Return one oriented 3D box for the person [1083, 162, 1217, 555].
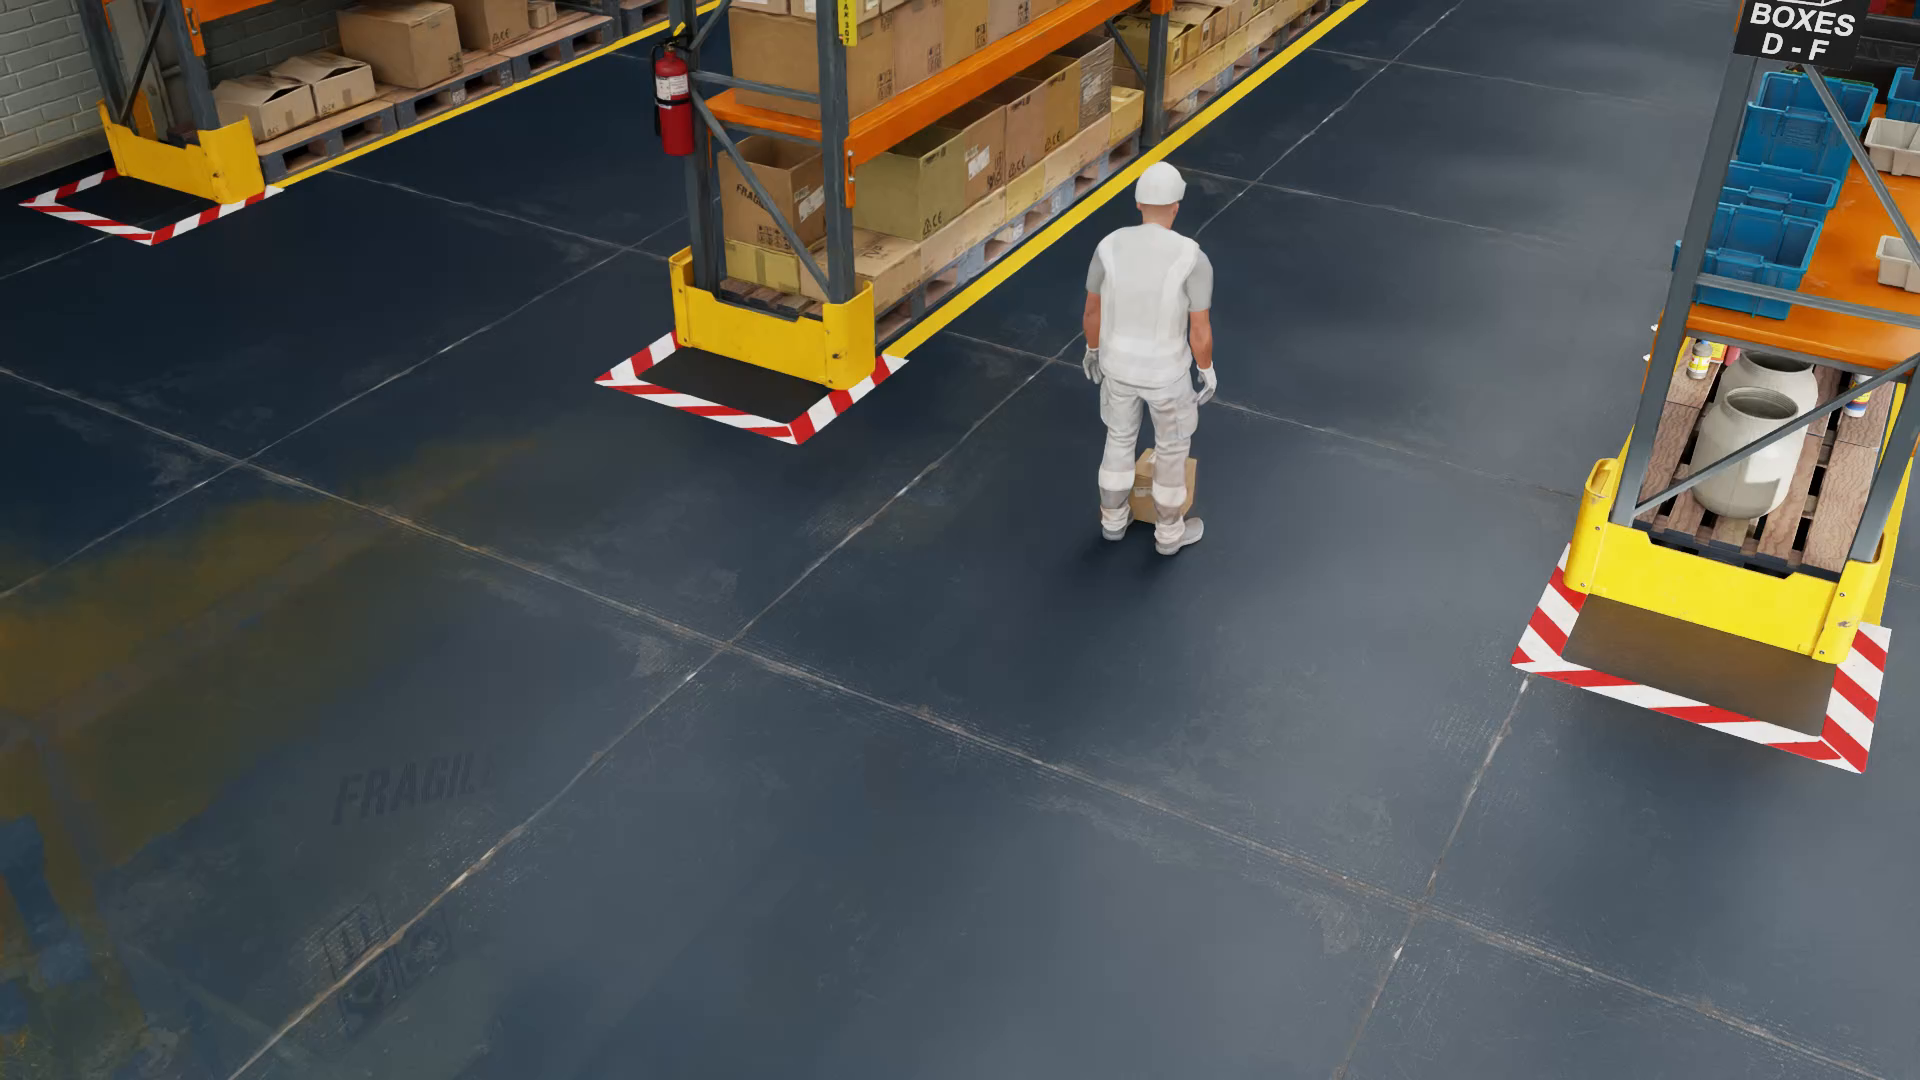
[{"bbox_3d":[0.828,-0.772,7.282,0.613,1.778,0.452,15,37,22],"label":"person"}]
